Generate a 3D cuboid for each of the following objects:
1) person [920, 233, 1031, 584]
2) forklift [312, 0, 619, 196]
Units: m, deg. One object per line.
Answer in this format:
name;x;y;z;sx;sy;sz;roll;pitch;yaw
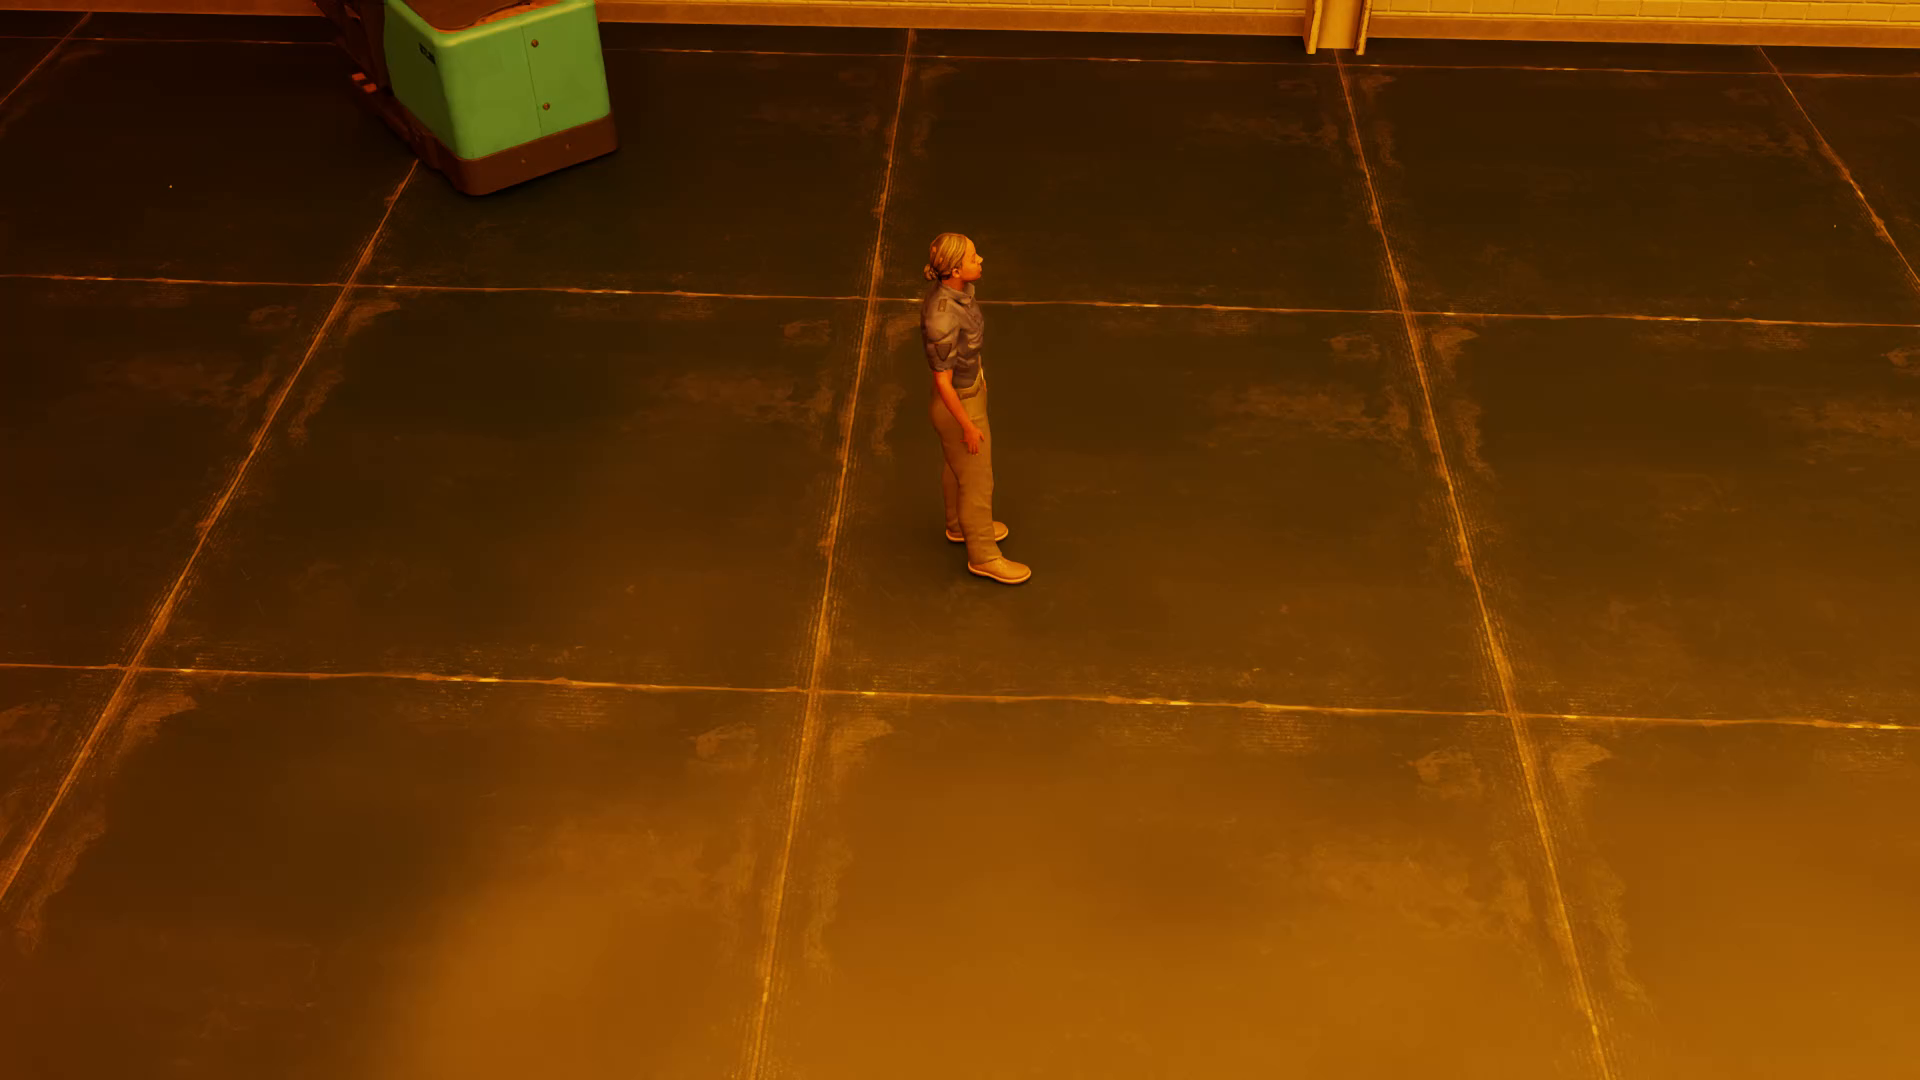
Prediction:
person;0.086;-0.600;7.336;0.504;1.654;0.569;2;42;2
forklift;-3.449;-4.119;10.255;1.130;2.935;3.031;-27;49;-26
